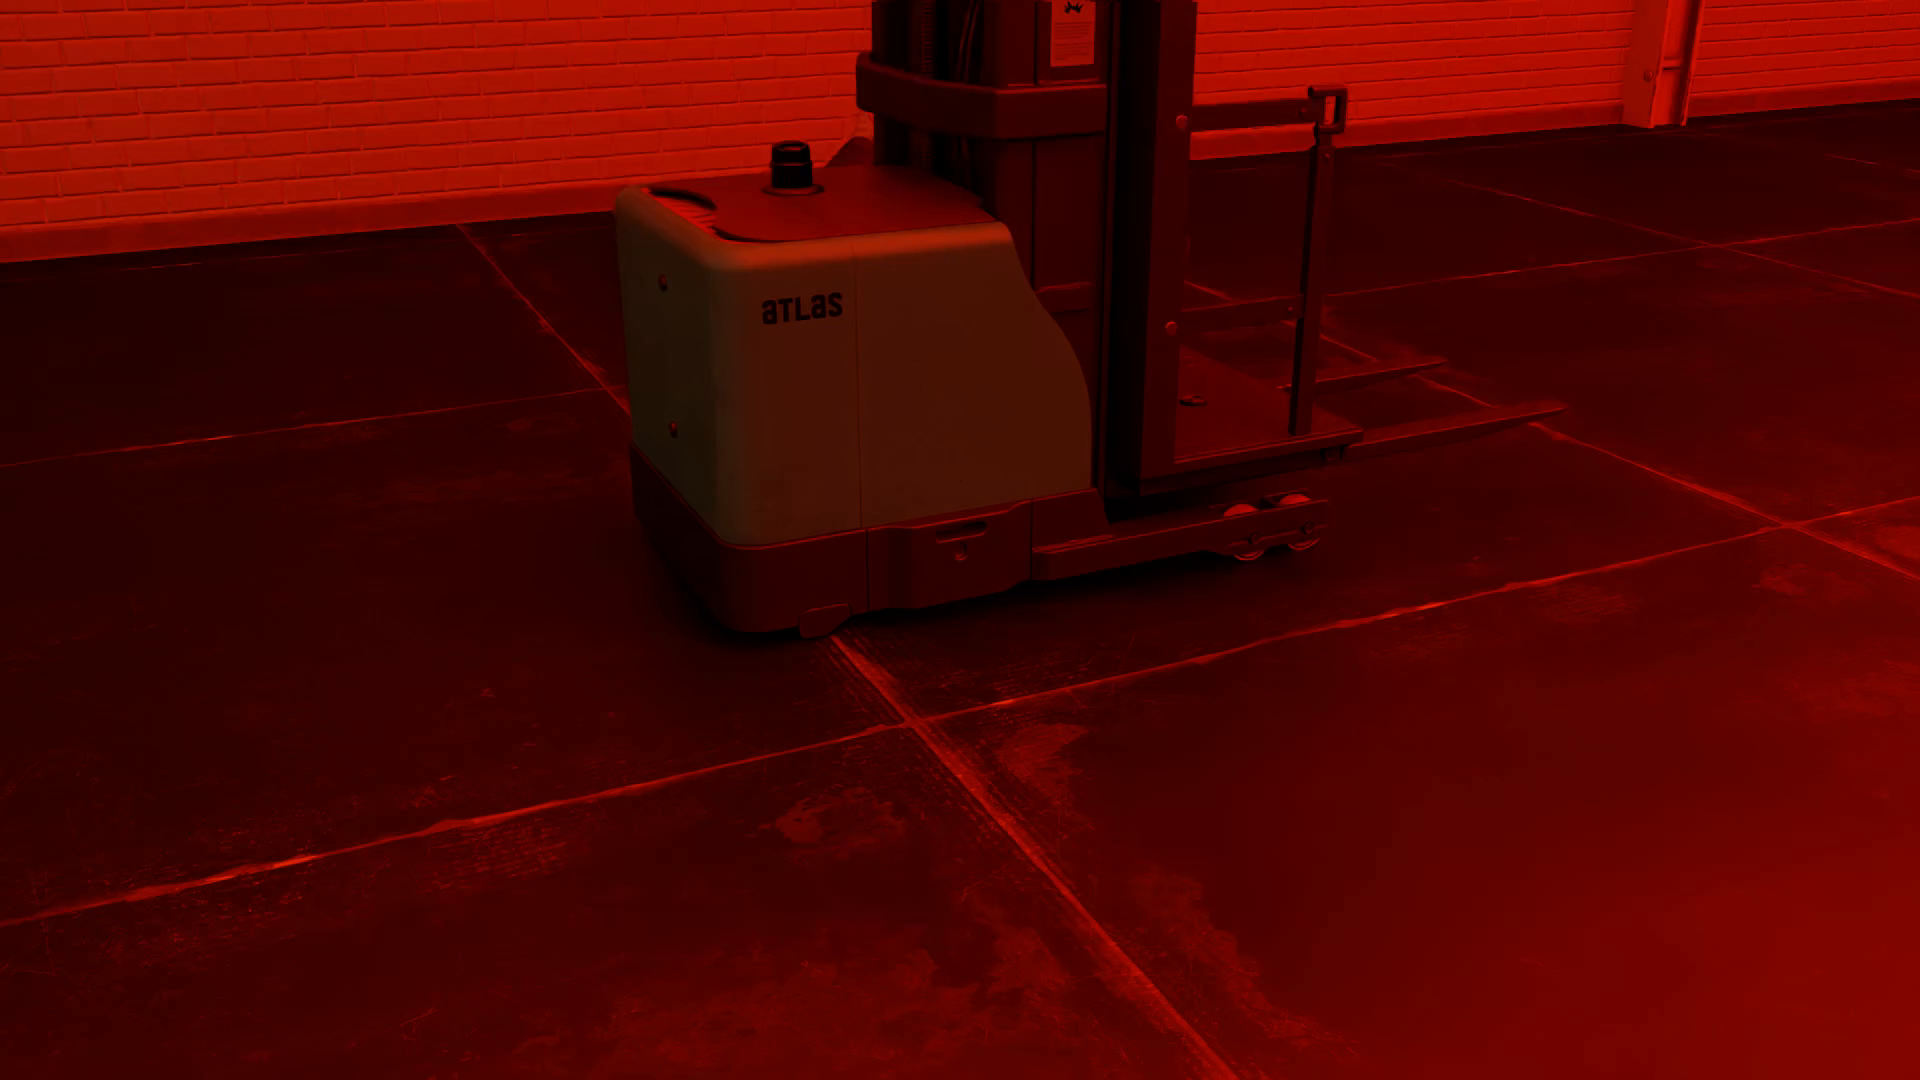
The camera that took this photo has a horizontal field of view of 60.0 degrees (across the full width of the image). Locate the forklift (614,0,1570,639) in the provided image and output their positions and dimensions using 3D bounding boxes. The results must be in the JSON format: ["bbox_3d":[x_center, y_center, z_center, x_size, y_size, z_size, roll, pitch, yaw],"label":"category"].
[{"bbox_3d":[0.553,-1.463,4.807,3.031,2.935,1.130,-10,25,-23],"label":"forklift"}]

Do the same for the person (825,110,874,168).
[{"bbox_3d":[-0.118,-1.400,6.638,0.878,1.418,0.922,-4,23,-9],"label":"person"}]
